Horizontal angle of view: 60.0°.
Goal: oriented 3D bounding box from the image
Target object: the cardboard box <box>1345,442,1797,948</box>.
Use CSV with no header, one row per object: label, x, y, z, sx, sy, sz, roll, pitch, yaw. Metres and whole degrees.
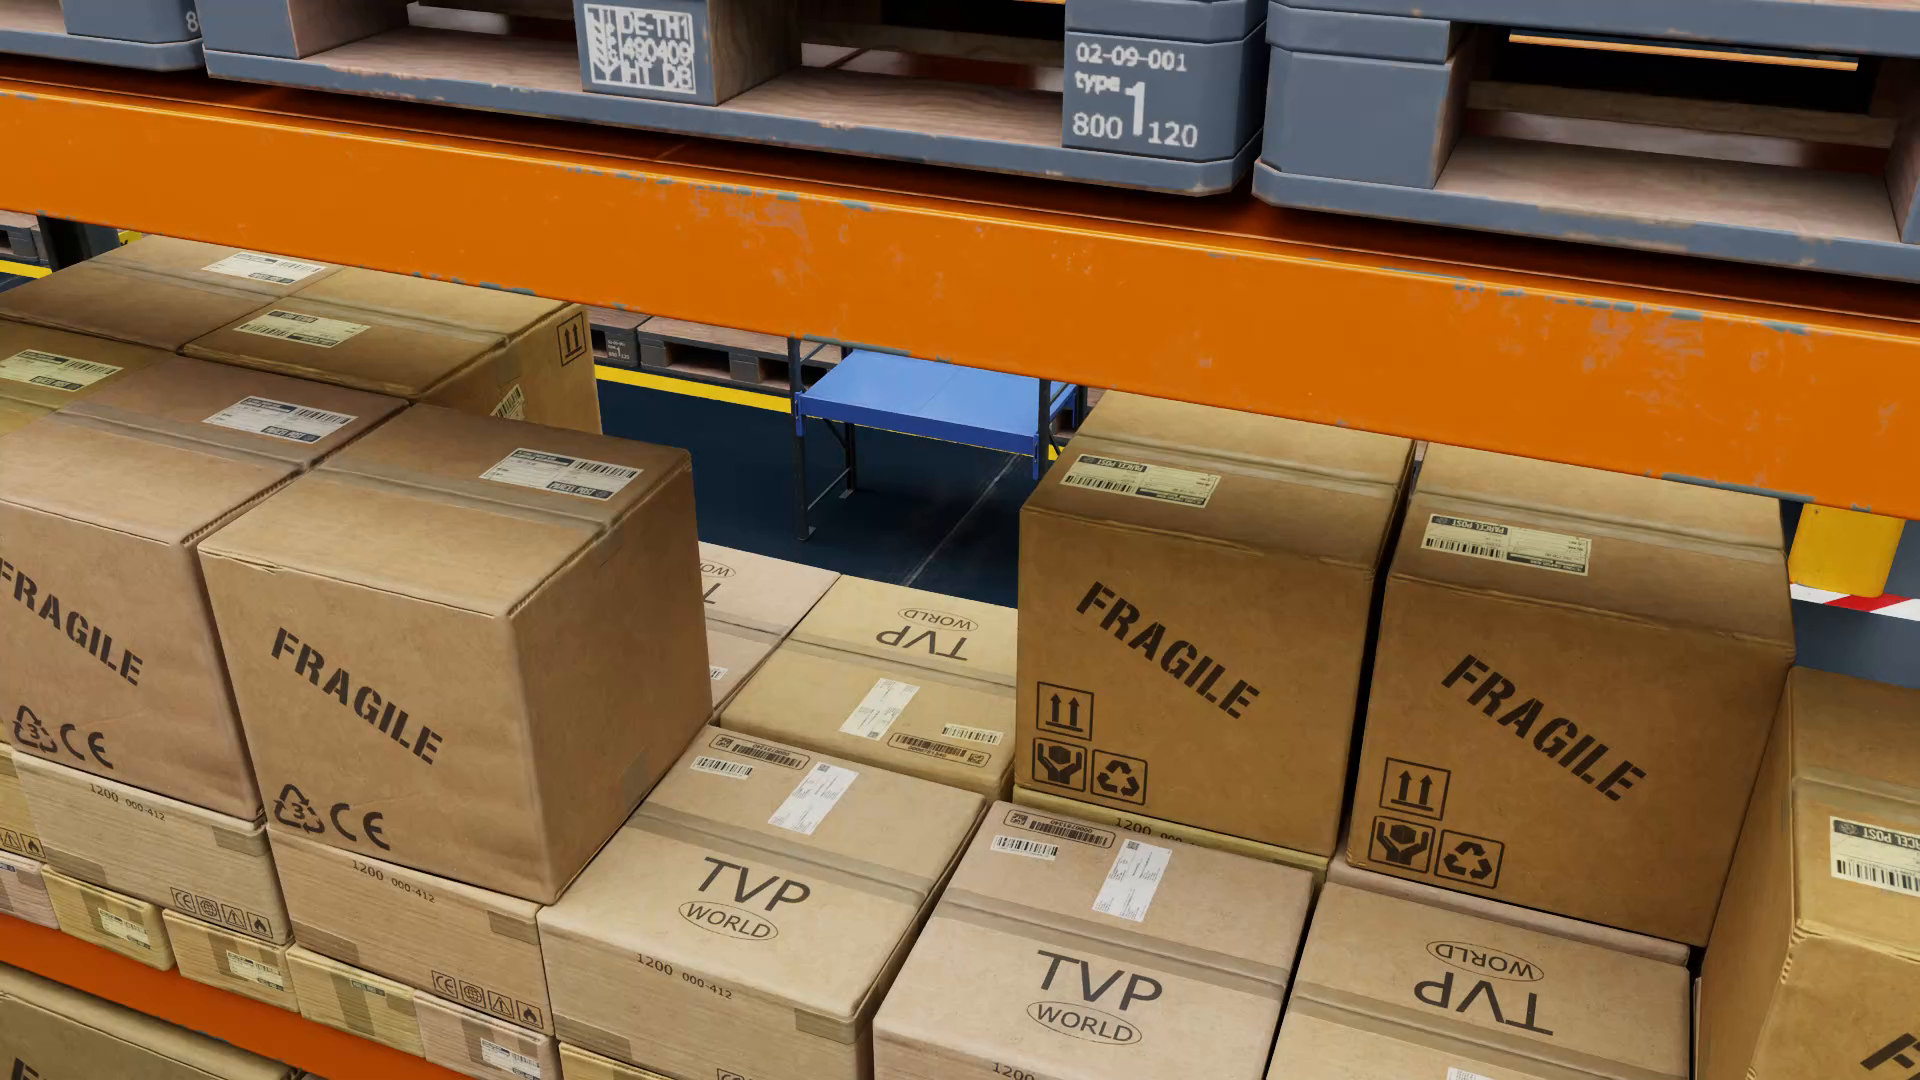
cardboard box,0.887,0.192,2.450,0.500,0.500,0.500,11,31,18

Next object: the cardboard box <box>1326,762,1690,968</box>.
cardboard box,0.866,0.518,2.635,0.500,0.250,0.500,11,31,19

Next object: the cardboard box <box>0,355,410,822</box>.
cardboard box,-1.212,0.056,2.690,0.500,0.500,0.500,11,31,19

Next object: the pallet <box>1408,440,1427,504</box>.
pallet,1.680,-0.554,7.515,1.213,0.211,1.003,11,31,19

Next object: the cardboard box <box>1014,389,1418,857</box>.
cardboard box,0.405,0.099,2.614,0.500,0.500,0.500,10,31,18

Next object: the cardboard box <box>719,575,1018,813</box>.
cardboard box,-0.084,0.329,2.969,0.500,0.250,0.500,11,31,18

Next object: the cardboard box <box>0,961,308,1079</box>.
cardboard box,-1.431,1.048,3.580,0.875,0.875,0.875,11,31,19

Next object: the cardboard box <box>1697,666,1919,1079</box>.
cardboard box,1.143,0.526,1.859,0.500,0.500,0.500,12,32,20

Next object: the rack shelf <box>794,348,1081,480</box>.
rack shelf,-0.079,-0.512,6.497,1.000,0.185,0.538,11,31,19

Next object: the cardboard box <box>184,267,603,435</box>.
cardboard box,-1.024,-0.186,3.118,0.500,0.500,0.500,12,31,20

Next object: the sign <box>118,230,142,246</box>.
sign,-1.806,-0.517,3.657,0.005,0.325,0.100,11,31,19

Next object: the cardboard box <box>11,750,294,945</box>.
cardboard box,-1.217,0.384,2.873,0.500,0.250,0.500,11,31,19

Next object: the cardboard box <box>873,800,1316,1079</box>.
cardboard box,0.203,0.666,2.373,0.500,0.250,0.500,10,31,17

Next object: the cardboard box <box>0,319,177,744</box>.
cardboard box,-1.665,-0.038,2.857,0.500,0.500,0.500,11,31,19

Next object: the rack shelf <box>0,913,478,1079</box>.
rack shelf,-0.160,0.830,2.964,4.000,0.370,1.077,11,31,19

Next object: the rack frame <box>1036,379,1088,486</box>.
rack frame,0.392,-0.575,6.242,0.032,1.500,0.500,11,31,19

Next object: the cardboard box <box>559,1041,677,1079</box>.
cardboard box,-0.419,0.751,2.629,0.250,0.149,0.380,10,31,18

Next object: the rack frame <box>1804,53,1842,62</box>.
rack frame,5.422,-3.629,10.122,0.127,3.000,1.000,11,31,19

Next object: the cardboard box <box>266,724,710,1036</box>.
cardboard box,-0.735,0.477,2.708,0.500,0.250,0.500,12,32,20

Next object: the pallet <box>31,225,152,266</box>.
pallet,-4.561,-1.798,9.717,1.213,0.211,1.003,11,31,19

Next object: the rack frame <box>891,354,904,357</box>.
rack frame,-0.151,-2.111,7.437,0.127,3.000,1.000,11,31,19

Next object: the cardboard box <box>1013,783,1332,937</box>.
cardboard box,0.402,0.423,2.803,0.500,0.250,0.500,10,31,17

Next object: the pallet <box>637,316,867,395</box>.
pallet,-0.850,-1.059,8.409,1.213,0.211,1.003,11,31,19

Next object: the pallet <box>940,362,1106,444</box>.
pallet,0.545,-0.779,7.913,1.213,0.211,1.003,11,31,19

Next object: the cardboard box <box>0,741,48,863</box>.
cardboard box,-1.676,0.289,3.040,0.500,0.250,0.500,11,31,18

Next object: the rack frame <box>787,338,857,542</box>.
rack frame,-0.550,-0.763,6.575,0.032,1.500,0.500,11,31,19

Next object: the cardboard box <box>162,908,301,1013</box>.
cardboard box,-1.132,0.608,2.881,0.250,0.149,0.380,10,31,18

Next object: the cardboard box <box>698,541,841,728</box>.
cardboard box,-0.552,0.234,3.138,0.500,0.250,0.500,12,32,20

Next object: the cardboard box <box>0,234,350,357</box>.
cardboard box,-1.486,-0.280,3.286,0.500,0.500,0.500,12,32,21

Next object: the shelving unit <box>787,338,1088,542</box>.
shelving unit,-0.079,-0.669,6.409,1.048,1.500,0.538,11,31,19

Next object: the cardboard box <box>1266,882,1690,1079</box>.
cardboard box,0.675,0.760,2.207,0.500,0.250,0.500,11,31,18

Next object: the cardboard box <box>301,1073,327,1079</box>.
cardboard box,-0.598,1.214,3.285,0.875,0.875,0.875,11,31,19

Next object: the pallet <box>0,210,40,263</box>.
pallet,-5.687,-2.025,10.117,1.213,0.211,1.003,11,31,19

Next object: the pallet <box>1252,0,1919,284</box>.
pallet,1.002,-0.512,1.650,1.213,0.211,1.003,11,31,19

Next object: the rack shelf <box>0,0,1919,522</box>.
rack shelf,-0.160,-0.475,2.225,4.000,0.370,1.077,11,31,19

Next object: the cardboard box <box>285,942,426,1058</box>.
cardboard box,-0.895,0.655,2.798,0.250,0.149,0.380,11,31,18

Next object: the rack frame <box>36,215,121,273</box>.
rack frame,-2.013,0.147,3.441,0.127,3.000,1.000,11,31,19

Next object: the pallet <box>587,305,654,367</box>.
pallet,-1.985,-1.284,8.807,1.213,0.211,1.003,11,31,19

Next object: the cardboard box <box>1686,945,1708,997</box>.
cardboard box,1.350,0.611,2.470,0.500,0.250,0.500,10,31,18

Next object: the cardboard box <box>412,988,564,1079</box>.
cardboard box,-0.663,0.703,2.714,0.250,0.149,0.380,12,32,20

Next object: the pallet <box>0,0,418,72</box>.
pallet,-1.259,-0.964,2.449,1.213,0.211,1.003,11,31,19

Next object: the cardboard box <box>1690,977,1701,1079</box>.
cardboard box,1.145,0.854,2.040,0.500,0.250,0.500,11,31,18

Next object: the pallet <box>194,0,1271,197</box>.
pallet,-0.132,-0.737,2.048,1.213,0.211,1.003,11,31,19

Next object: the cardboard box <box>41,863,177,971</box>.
cardboard box,-1.376,0.560,2.966,0.250,0.149,0.380,12,32,21

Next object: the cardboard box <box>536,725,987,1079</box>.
cardboard box,-0.281,0.572,2.540,0.500,0.250,0.500,11,31,19

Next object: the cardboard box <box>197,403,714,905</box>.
cardboard box,-0.728,0.151,2.523,0.500,0.500,0.500,10,31,18

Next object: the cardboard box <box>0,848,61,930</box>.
cardboard box,-1.621,0.512,3.052,0.250,0.149,0.380,10,31,17

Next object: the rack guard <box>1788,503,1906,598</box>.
rack guard,3.583,-0.284,6.745,0.348,0.500,1.175,11,31,19
